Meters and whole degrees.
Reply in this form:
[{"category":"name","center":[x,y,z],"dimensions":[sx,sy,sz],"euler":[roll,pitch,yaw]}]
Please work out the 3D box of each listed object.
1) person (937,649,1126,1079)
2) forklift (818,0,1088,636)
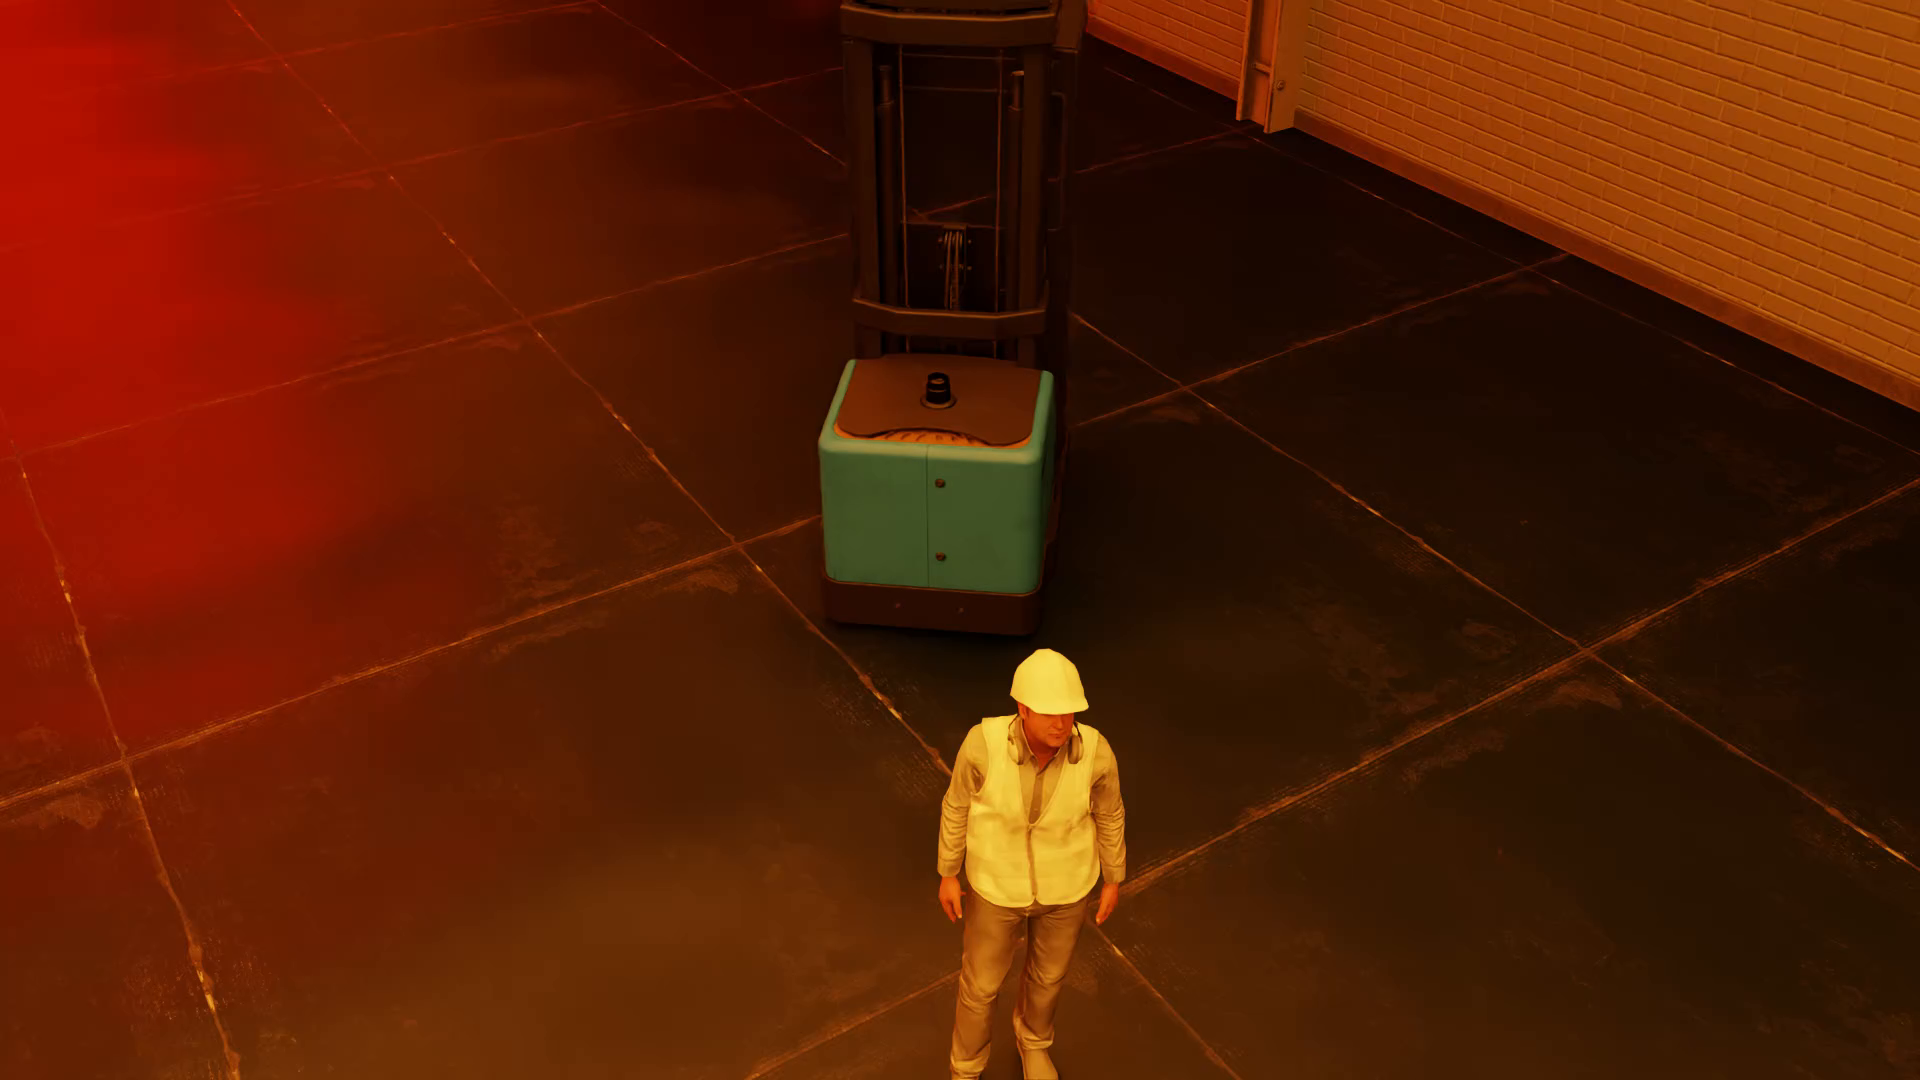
[{"category":"person","center":[0.235,1.164,5.485],"dimensions":[0.631,1.773,0.568],"euler":[-1,35,-2]},{"category":"forklift","center":[0.032,-1.577,8.391],"dimensions":[1.130,2.935,3.031],"euler":[4,35,6]}]
